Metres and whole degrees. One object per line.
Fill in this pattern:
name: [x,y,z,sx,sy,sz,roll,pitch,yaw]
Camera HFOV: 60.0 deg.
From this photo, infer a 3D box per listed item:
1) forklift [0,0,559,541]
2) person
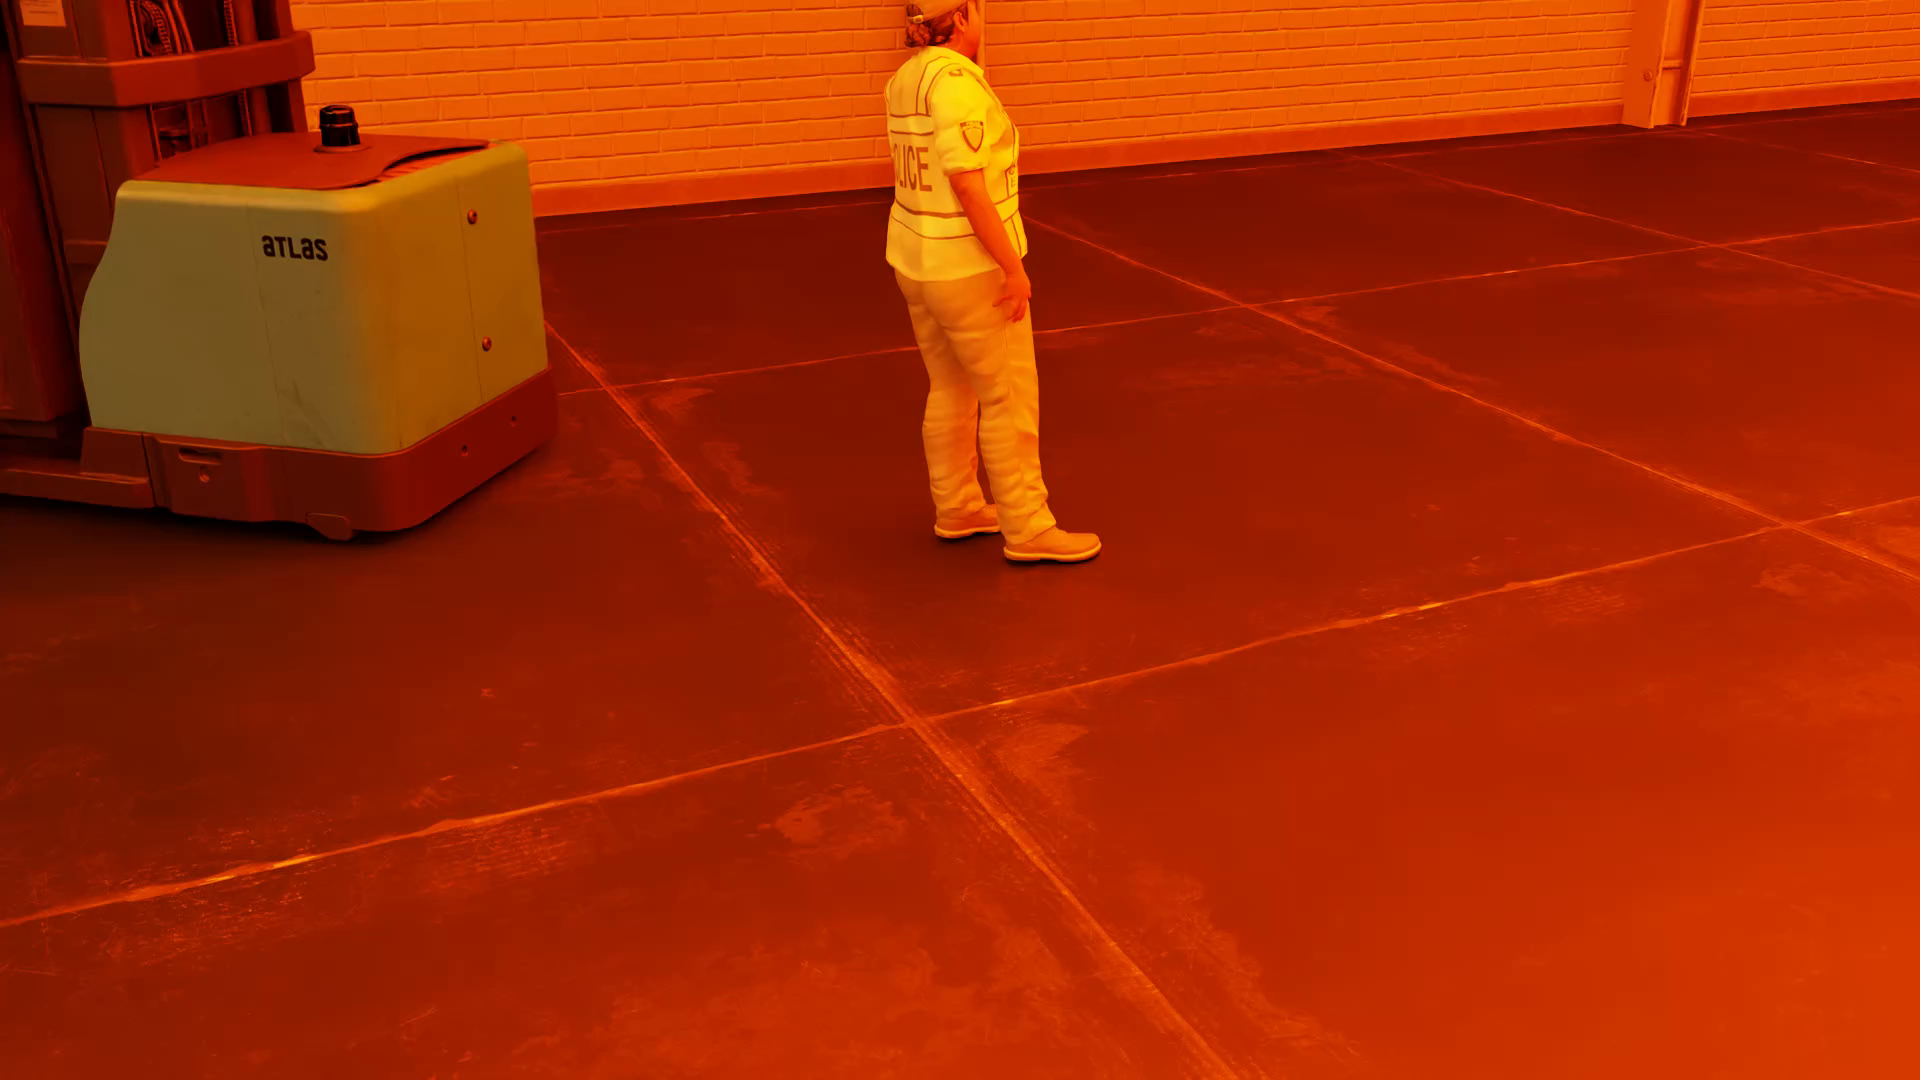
forklift: [-2.980,-1.650,5.258,3.031,2.935,1.130,6,23,14]
person: [0.079,-0.782,4.795,0.529,1.670,0.598,-10,25,-23]
